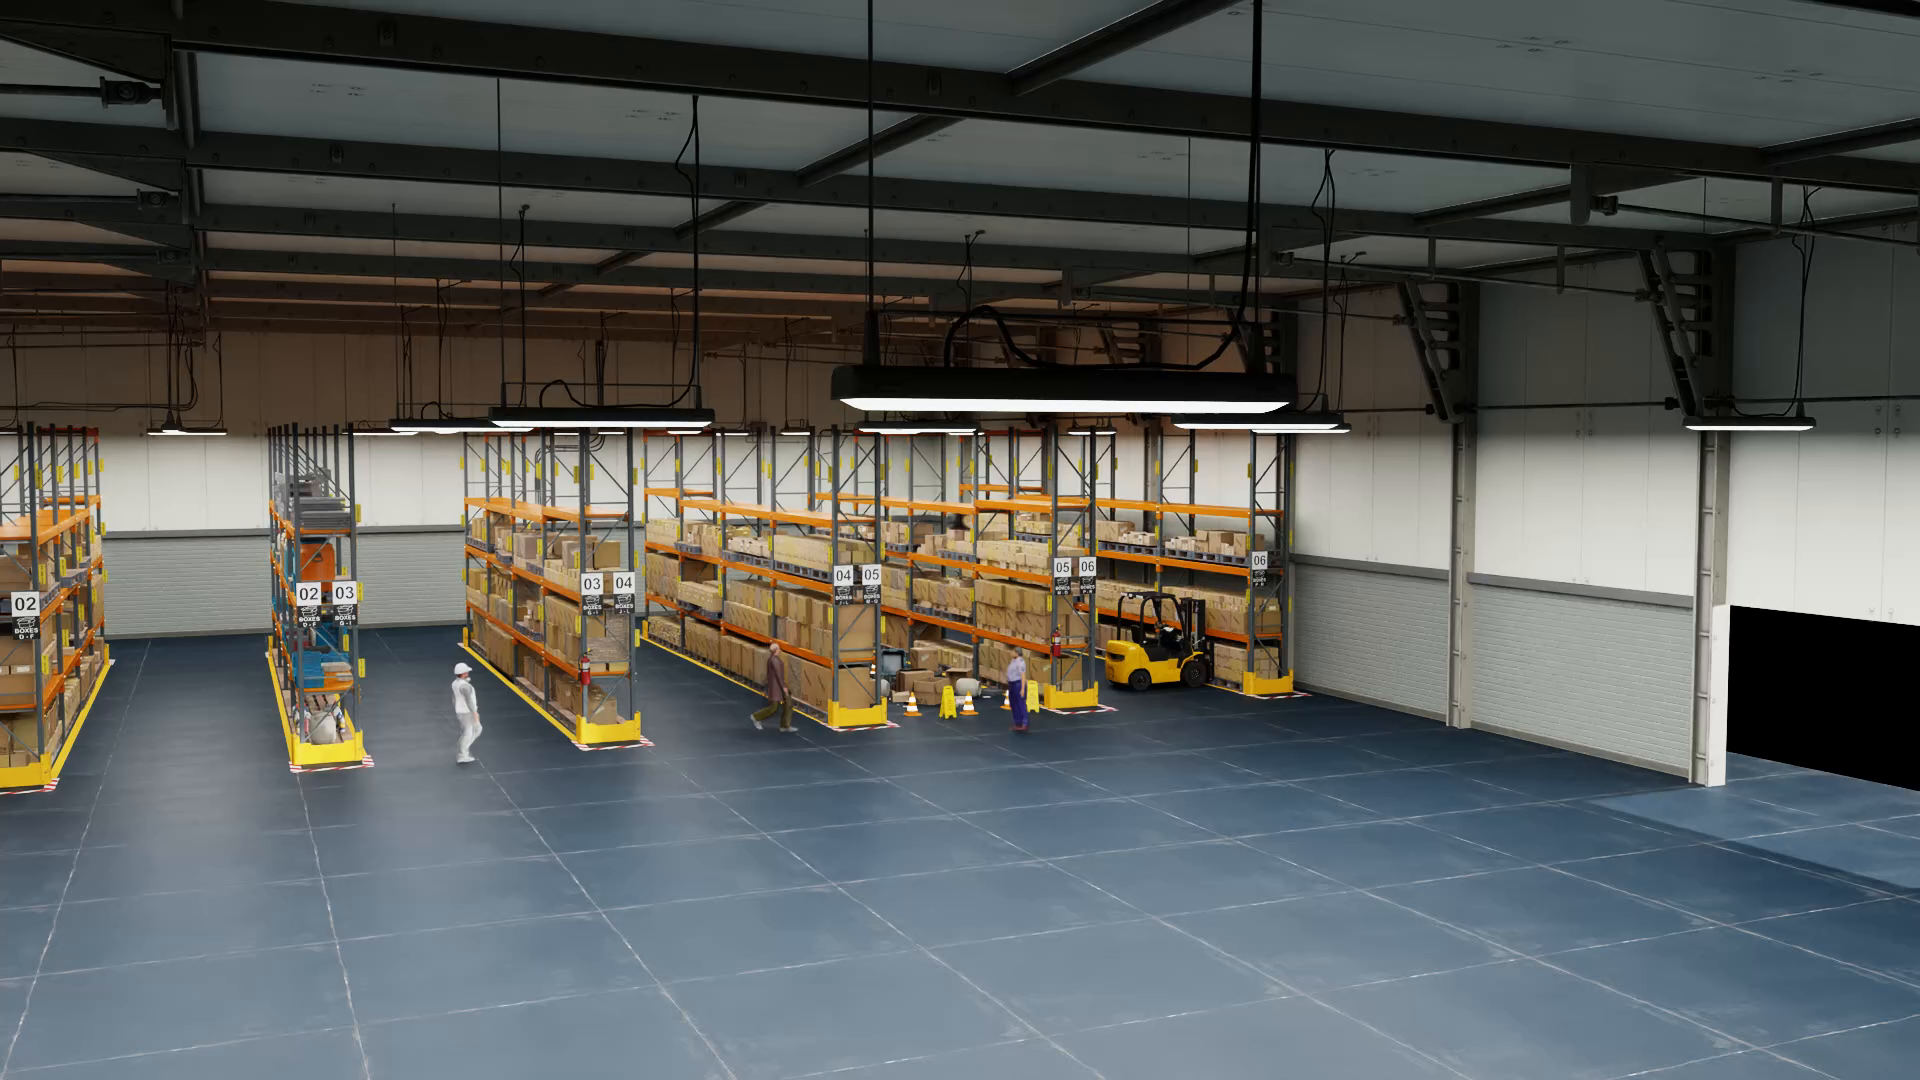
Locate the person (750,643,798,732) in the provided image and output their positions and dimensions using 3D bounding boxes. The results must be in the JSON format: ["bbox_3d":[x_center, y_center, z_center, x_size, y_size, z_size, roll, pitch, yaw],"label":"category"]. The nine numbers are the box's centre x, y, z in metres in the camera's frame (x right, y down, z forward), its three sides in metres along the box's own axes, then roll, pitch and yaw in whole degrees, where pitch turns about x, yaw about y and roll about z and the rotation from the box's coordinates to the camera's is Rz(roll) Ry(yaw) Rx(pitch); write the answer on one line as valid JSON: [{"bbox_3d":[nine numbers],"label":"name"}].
[{"bbox_3d":[-3.615,2.863,32.318,0.917,1.731,0.523,1,4,16],"label":"person"}]

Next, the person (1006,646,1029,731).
[{"bbox_3d":[1.124,2.973,32.599,0.395,1.589,0.594,-2,4,-28],"label":"person"}]

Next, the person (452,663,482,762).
[{"bbox_3d":[-8.691,3.036,29.299,0.497,1.764,0.532,-1,4,-16],"label":"person"}]
